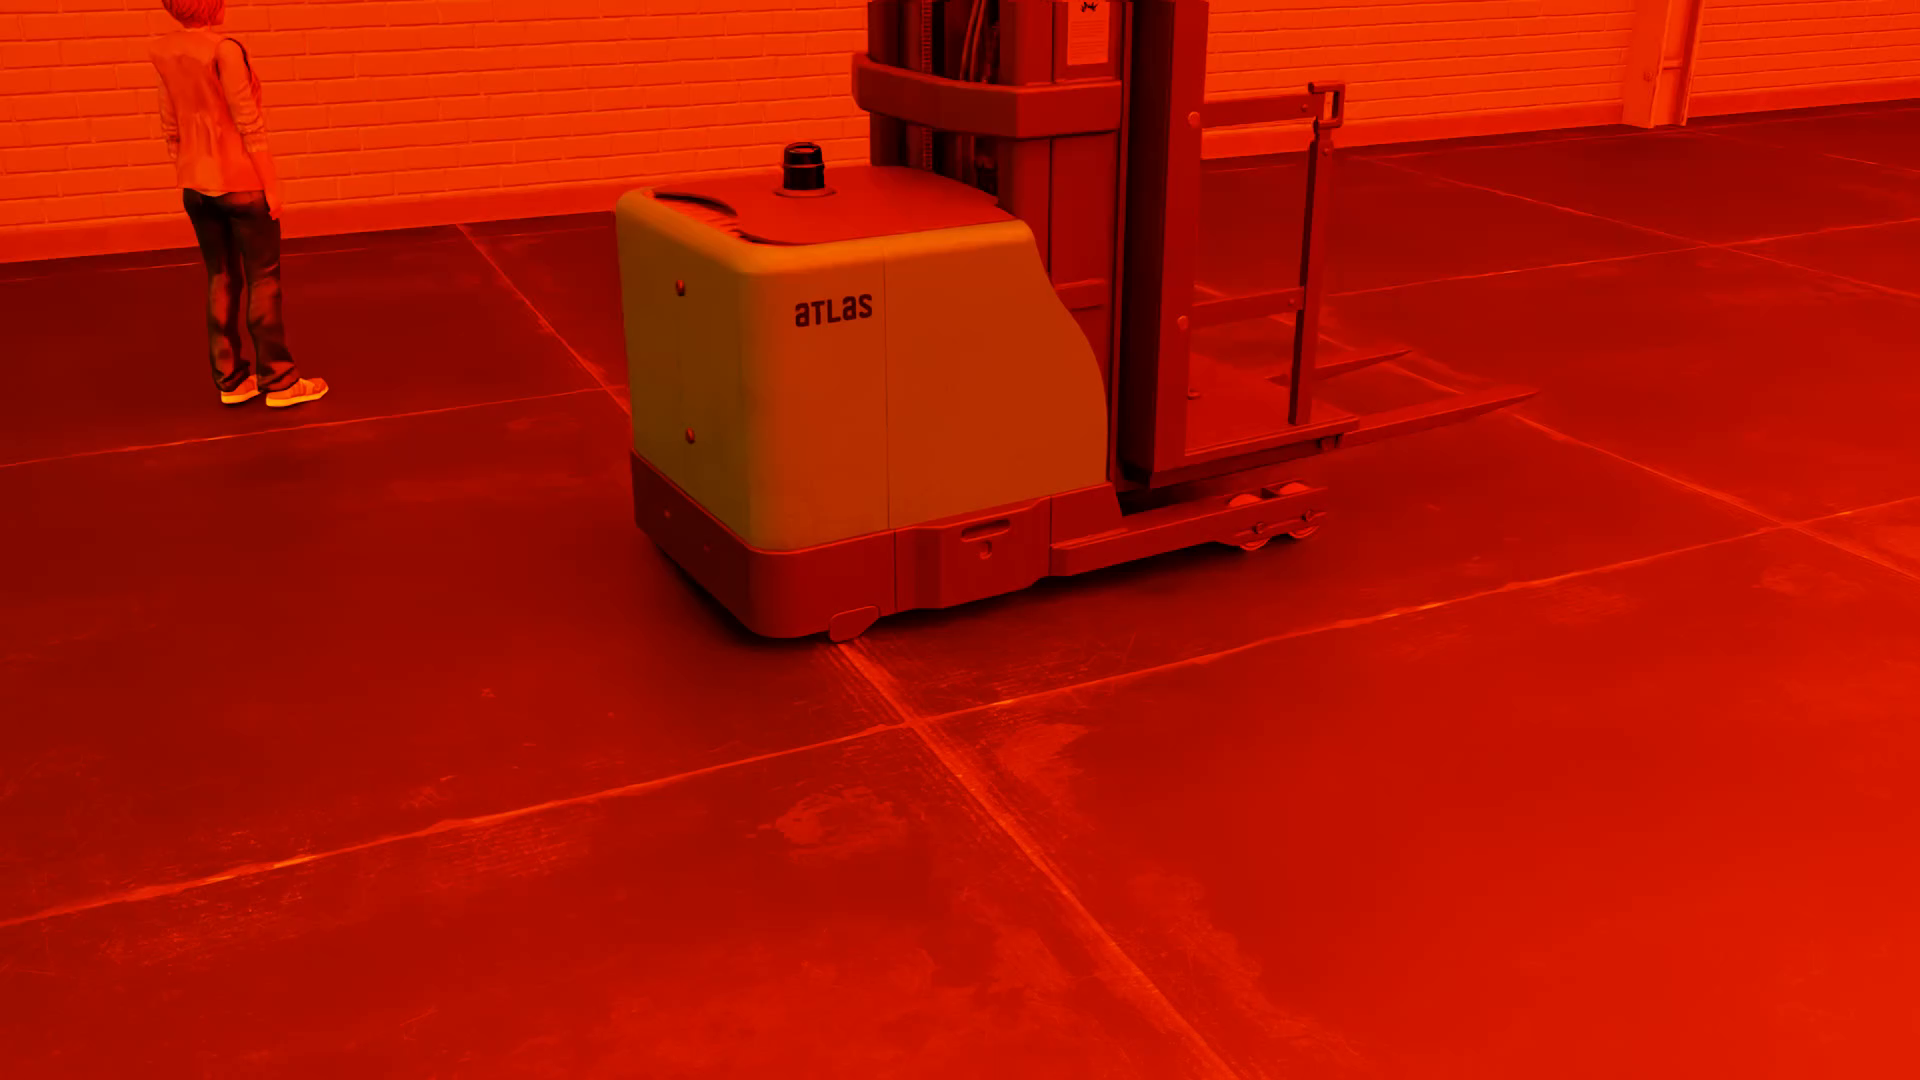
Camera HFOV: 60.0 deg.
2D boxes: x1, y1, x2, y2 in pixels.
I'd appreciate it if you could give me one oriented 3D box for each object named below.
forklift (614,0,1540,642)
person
[{"bbox_3d":[0.543,-1.484,4.857,3.031,2.935,1.130,-13,26,-28],"label":"forklift"},{"bbox_3d":[-2.676,-1.279,6.101,0.415,1.603,0.316,7,24,17],"label":"person"}]
